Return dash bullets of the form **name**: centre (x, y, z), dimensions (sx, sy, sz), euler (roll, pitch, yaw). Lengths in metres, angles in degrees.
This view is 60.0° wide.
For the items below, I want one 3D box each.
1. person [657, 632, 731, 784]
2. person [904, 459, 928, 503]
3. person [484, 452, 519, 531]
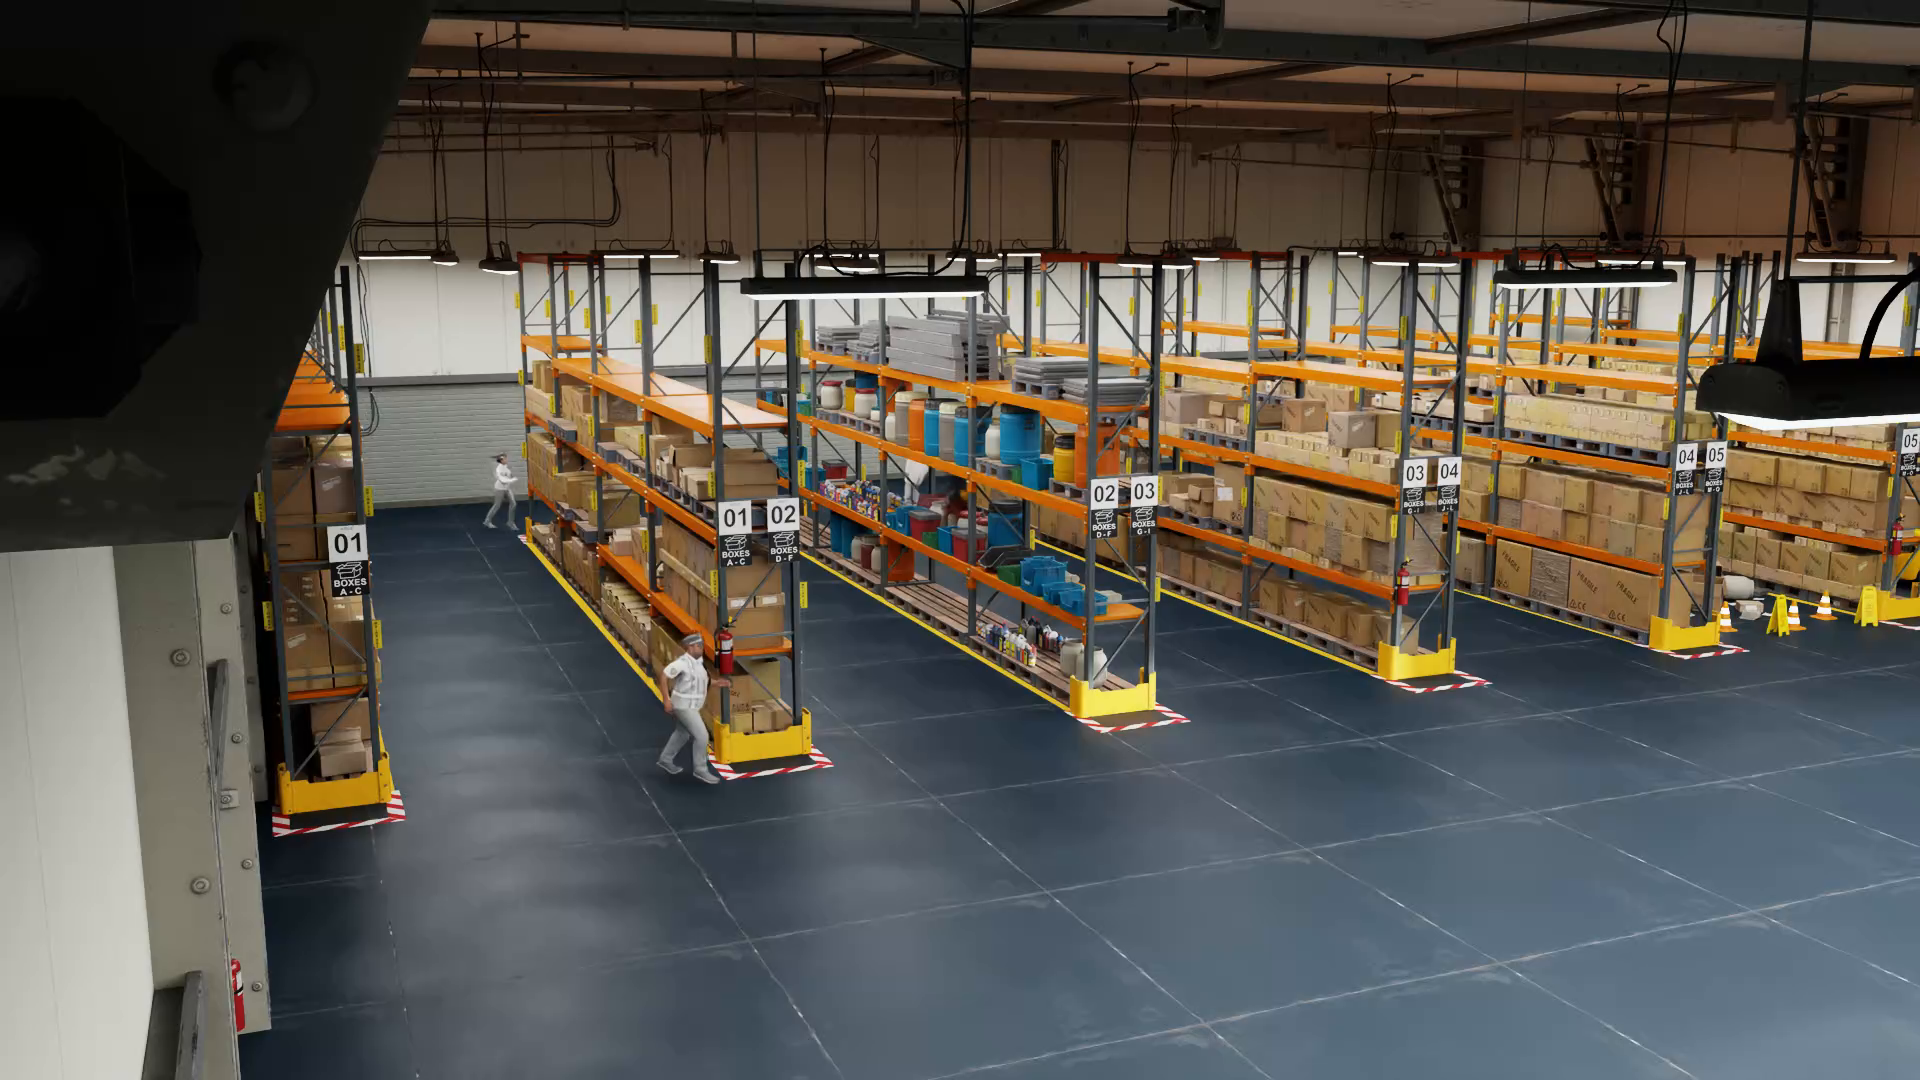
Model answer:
- **person**: centre (-3.161, 1.943, 19.448), dimensions (0.929, 1.774, 0.655), euler (2, 11, 12)
- **person**: centre (-1.049, -1.533, 38.638), dimensions (0.691, 1.792, 0.480), euler (-7, 13, -34)
- **person**: centre (-9.925, -1.042, 36.045), dimensions (0.816, 1.745, 0.585), euler (1, 10, 5)
